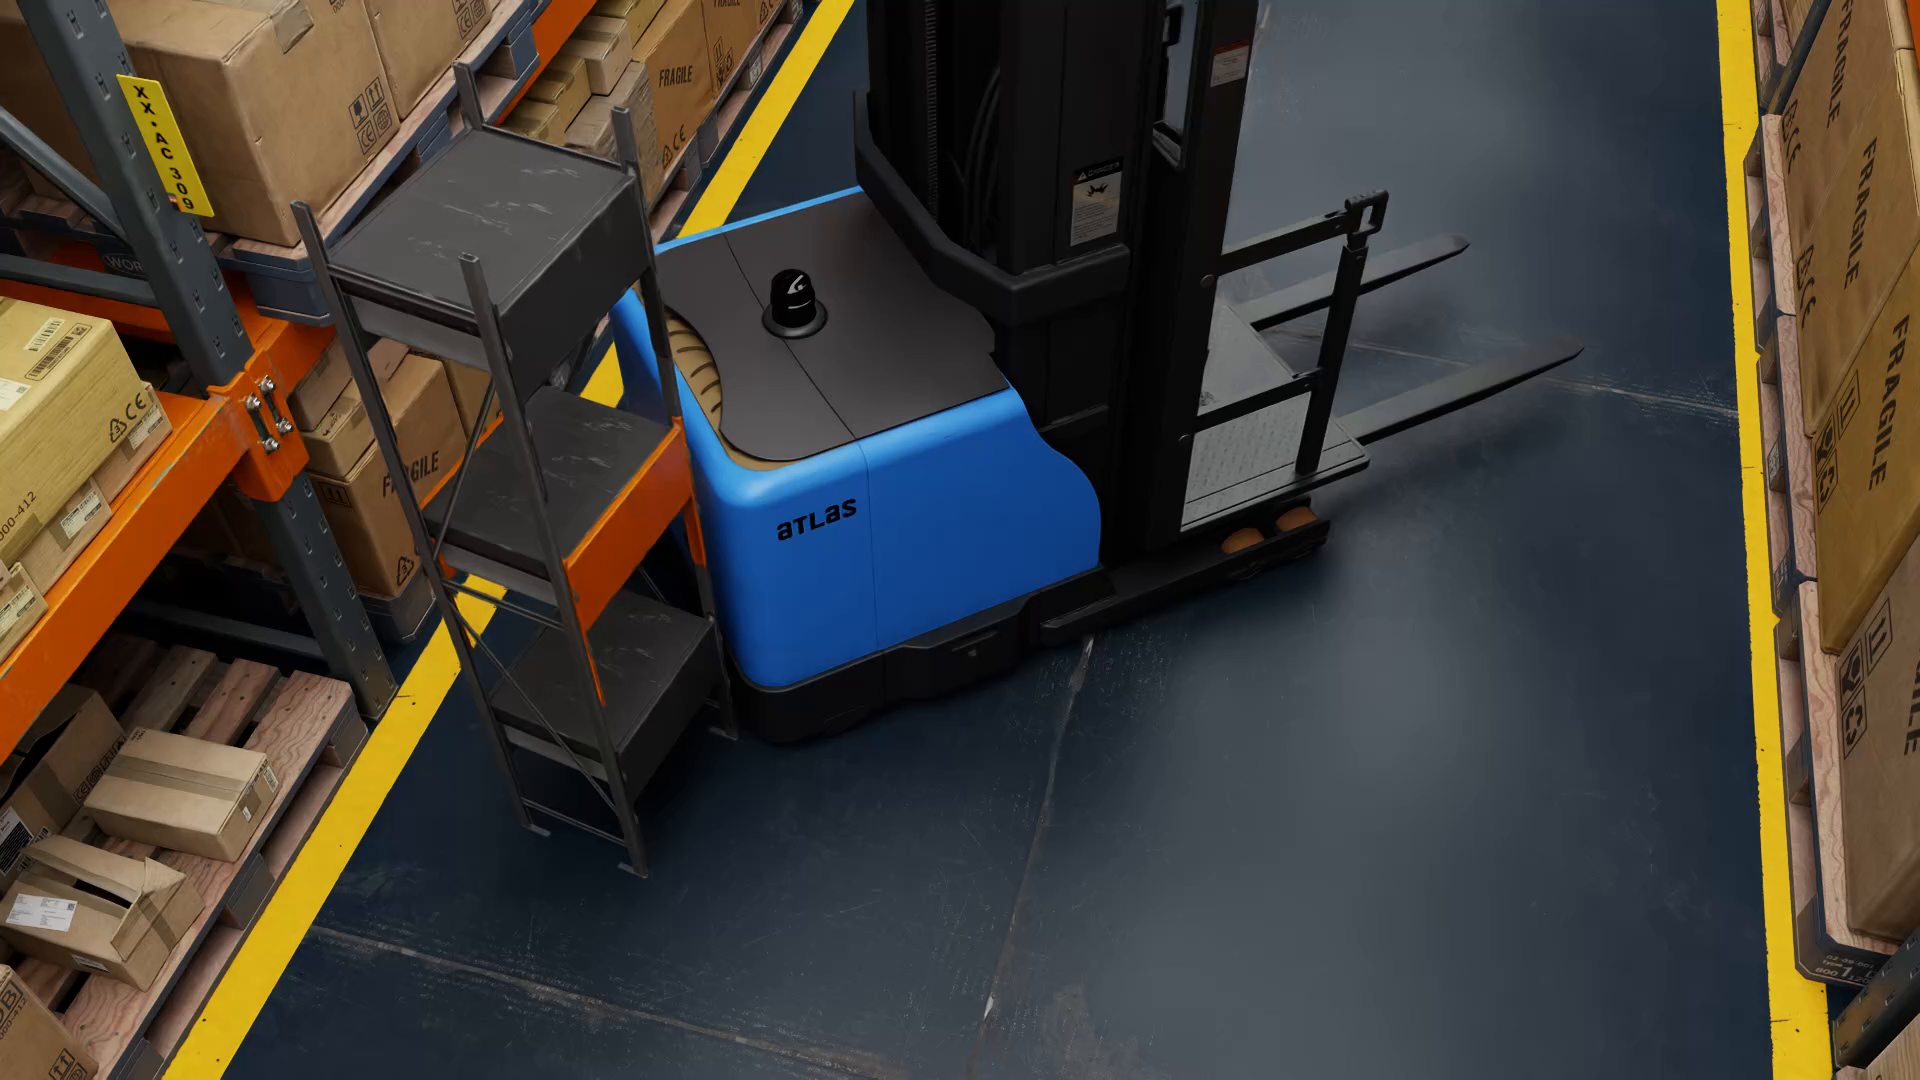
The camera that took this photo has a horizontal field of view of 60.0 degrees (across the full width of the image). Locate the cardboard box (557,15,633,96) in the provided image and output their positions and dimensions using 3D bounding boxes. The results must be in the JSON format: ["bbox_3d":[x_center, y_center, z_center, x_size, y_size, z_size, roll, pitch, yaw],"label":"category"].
[{"bbox_3d":[-1.347,-1.669,5.677,0.380,0.149,0.250,9,49,8],"label":"cardboard box"}]

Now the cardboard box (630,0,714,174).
[{"bbox_3d":[-1.266,-1.728,6.162,0.500,0.500,0.500,14,50,12],"label":"cardboard box"}]

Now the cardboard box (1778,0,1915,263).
[{"bbox_3d":[3.443,-1.480,5.692,0.875,0.875,0.875,11,50,10],"label":"cardboard box"}]

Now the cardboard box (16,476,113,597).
[{"bbox_3d":[-2.025,-0.054,3.465,0.380,0.149,0.250,13,50,11],"label":"cardboard box"}]

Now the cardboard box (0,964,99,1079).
[{"bbox_3d":[-2.402,1.186,3.590,0.700,0.500,0.500,10,49,9],"label":"cardboard box"}]

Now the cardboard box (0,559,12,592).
[{"bbox_3d":[-2.154,0.122,3.043,0.500,0.250,0.500,12,50,10],"label":"cardboard box"}]

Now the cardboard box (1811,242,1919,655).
[{"bbox_3d":[2.968,-0.189,4.553,0.875,0.875,0.875,13,50,11],"label":"cardboard box"}]

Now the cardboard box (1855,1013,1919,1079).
[{"bbox_3d":[2.383,1.508,3.347,0.875,0.438,0.875,11,49,9],"label":"cardboard box"}]

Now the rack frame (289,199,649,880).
[{"bbox_3d":[-1.018,0.148,3.719,0.400,2.100,0.015,19,51,16],"label":"rack frame"}]

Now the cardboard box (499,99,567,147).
[{"bbox_3d":[-1.503,-1.301,5.352,0.380,0.149,0.250,13,50,11],"label":"cardboard box"}]

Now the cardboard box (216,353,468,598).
[{"bbox_3d":[-1.793,-0.228,4.838,0.500,0.500,0.500,14,50,12],"label":"cardboard box"}]

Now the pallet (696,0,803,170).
[{"bbox_3d":[-1.318,-2.048,6.917,1.003,0.211,1.213,12,50,10],"label":"pallet"}]

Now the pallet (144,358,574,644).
[{"bbox_3d":[-1.960,-0.284,5.360,1.003,0.211,1.213,12,50,10],"label":"pallet"}]

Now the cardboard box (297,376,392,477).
[{"bbox_3d":[-1.786,-0.344,4.507,0.380,0.149,0.250,14,50,12],"label":"cardboard box"}]

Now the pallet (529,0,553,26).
[{"bbox_3d":[-1.592,-2.033,5.171,1.003,0.211,1.213,12,50,10],"label":"pallet"}]

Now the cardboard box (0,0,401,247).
[{"bbox_3d":[-1.794,-1.088,3.863,0.700,0.500,0.500,13,50,11],"label":"cardboard box"}]

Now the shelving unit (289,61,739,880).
[{"bbox_3d":[-0.917,-0.018,3.866,0.431,2.100,0.503,19,51,16],"label":"shelving unit"}]

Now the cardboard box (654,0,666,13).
[{"bbox_3d":[-1.238,-2.056,6.018,0.380,0.149,0.250,13,50,11],"label":"cardboard box"}]

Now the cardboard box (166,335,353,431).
[{"bbox_3d":[-1.845,-0.454,4.406,0.380,0.149,0.250,11,49,9],"label":"cardboard box"}]

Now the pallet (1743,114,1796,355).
[{"bbox_3d":[3.425,-1.049,6.035,1.003,0.211,1.213,12,50,10],"label":"pallet"}]

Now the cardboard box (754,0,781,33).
[{"bbox_3d":[-0.989,-2.467,6.814,0.500,0.500,0.500,13,50,11],"label":"cardboard box"}]

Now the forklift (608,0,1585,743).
[{"bbox_3d":[0.574,-1.183,4.340,3.031,2.935,1.130,-20,52,-17],"label":"forklift"}]

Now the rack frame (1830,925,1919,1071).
[{"bbox_3d":[2.652,0.366,2.926,1.000,3.000,0.127,12,50,10],"label":"rack frame"}]

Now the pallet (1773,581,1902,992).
[{"bbox_3d":[2.782,0.716,4.477,1.003,0.211,1.213,12,50,10],"label":"pallet"}]

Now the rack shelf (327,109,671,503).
[{"bbox_3d":[-0.917,-0.472,3.351,0.431,0.518,0.480,19,51,16],"label":"rack shelf"}]

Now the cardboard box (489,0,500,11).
[{"bbox_3d":[-1.402,-1.634,4.501,0.396,0.266,0.258,14,50,12],"label":"cardboard box"}]

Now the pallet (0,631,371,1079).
[{"bbox_3d":[-2.319,0.809,4.395,1.003,0.211,1.213,12,50,10],"label":"pallet"}]

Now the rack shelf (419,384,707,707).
[{"bbox_3d":[-0.917,-0.009,3.876,0.431,0.518,0.480,19,51,16],"label":"rack shelf"}]

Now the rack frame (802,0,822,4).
[{"bbox_3d":[-1.085,-3.504,6.342,1.000,3.000,0.127,12,50,10],"label":"rack frame"}]

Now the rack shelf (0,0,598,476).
[{"bbox_3d":[-1.611,-1.819,5.335,1.077,0.370,4.000,12,50,10],"label":"rack shelf"}]

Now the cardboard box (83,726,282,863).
[{"bbox_3d":[-2.001,0.655,4.293,0.380,0.149,0.250,10,49,9],"label":"cardboard box"}]

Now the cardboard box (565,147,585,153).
[{"bbox_3d":[-1.527,-0.975,5.497,0.500,0.500,0.500,10,49,9],"label":"cardboard box"}]
